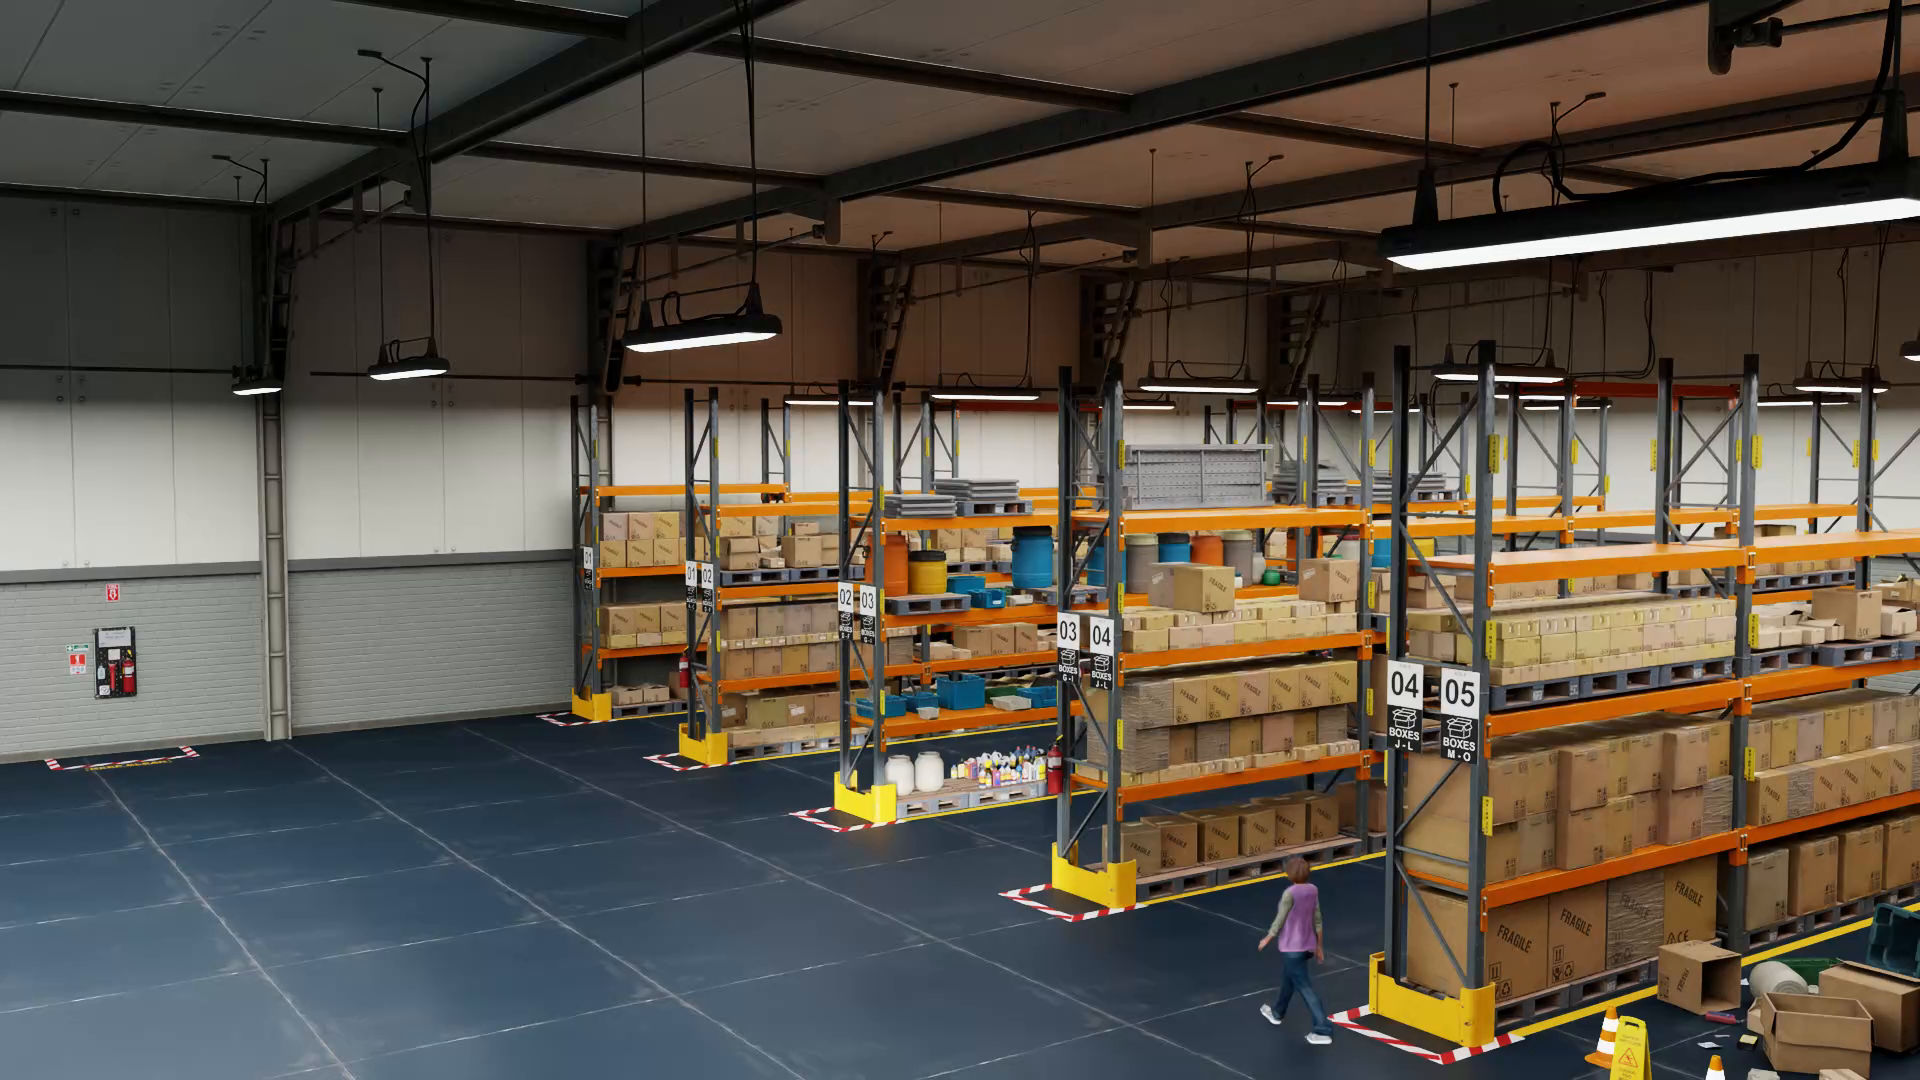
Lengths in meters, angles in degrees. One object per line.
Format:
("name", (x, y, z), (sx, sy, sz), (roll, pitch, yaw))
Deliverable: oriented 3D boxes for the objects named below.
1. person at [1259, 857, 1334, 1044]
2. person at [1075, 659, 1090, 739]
("person", (2.886, 3.503, 14.358), (0.431, 1.544, 0.949), (-3, 4, -38))
("person", (2.090, 2.599, 28.723), (0.431, 1.690, 0.540), (2, 4, 31))
